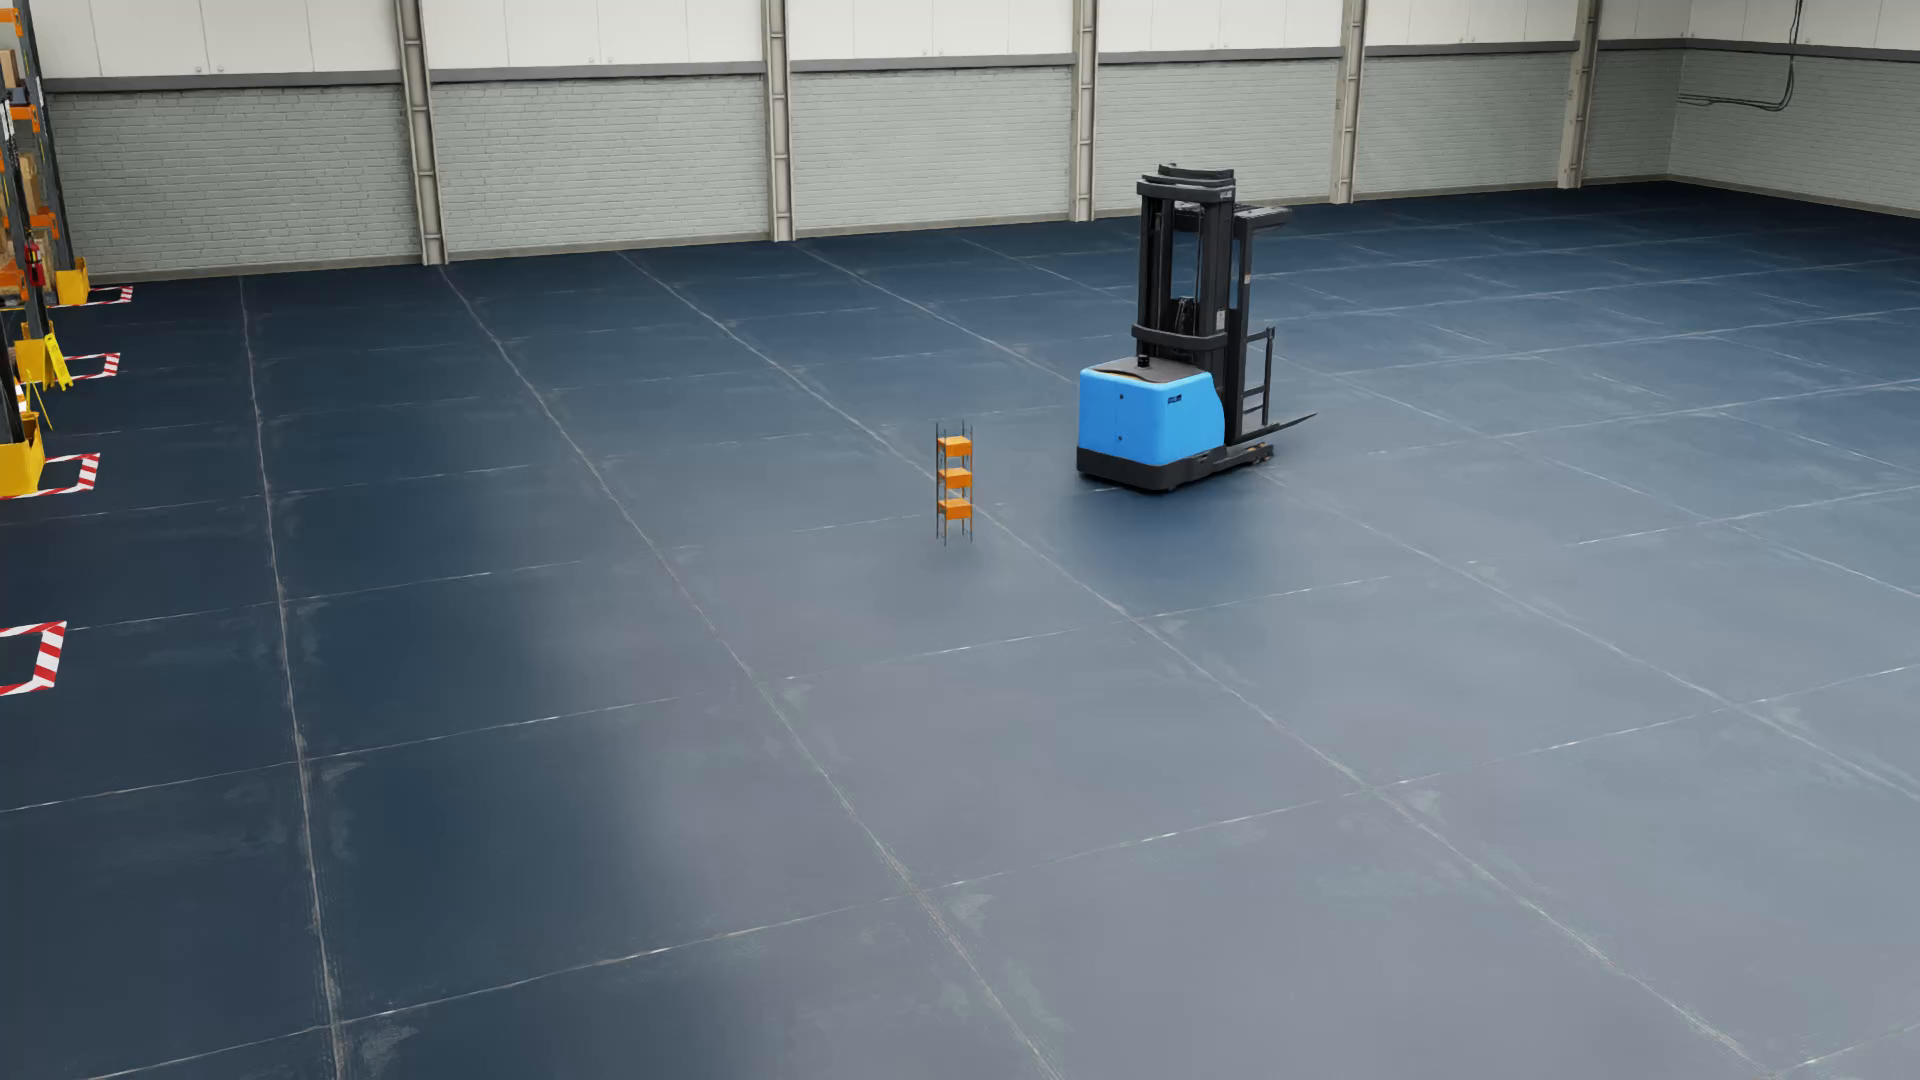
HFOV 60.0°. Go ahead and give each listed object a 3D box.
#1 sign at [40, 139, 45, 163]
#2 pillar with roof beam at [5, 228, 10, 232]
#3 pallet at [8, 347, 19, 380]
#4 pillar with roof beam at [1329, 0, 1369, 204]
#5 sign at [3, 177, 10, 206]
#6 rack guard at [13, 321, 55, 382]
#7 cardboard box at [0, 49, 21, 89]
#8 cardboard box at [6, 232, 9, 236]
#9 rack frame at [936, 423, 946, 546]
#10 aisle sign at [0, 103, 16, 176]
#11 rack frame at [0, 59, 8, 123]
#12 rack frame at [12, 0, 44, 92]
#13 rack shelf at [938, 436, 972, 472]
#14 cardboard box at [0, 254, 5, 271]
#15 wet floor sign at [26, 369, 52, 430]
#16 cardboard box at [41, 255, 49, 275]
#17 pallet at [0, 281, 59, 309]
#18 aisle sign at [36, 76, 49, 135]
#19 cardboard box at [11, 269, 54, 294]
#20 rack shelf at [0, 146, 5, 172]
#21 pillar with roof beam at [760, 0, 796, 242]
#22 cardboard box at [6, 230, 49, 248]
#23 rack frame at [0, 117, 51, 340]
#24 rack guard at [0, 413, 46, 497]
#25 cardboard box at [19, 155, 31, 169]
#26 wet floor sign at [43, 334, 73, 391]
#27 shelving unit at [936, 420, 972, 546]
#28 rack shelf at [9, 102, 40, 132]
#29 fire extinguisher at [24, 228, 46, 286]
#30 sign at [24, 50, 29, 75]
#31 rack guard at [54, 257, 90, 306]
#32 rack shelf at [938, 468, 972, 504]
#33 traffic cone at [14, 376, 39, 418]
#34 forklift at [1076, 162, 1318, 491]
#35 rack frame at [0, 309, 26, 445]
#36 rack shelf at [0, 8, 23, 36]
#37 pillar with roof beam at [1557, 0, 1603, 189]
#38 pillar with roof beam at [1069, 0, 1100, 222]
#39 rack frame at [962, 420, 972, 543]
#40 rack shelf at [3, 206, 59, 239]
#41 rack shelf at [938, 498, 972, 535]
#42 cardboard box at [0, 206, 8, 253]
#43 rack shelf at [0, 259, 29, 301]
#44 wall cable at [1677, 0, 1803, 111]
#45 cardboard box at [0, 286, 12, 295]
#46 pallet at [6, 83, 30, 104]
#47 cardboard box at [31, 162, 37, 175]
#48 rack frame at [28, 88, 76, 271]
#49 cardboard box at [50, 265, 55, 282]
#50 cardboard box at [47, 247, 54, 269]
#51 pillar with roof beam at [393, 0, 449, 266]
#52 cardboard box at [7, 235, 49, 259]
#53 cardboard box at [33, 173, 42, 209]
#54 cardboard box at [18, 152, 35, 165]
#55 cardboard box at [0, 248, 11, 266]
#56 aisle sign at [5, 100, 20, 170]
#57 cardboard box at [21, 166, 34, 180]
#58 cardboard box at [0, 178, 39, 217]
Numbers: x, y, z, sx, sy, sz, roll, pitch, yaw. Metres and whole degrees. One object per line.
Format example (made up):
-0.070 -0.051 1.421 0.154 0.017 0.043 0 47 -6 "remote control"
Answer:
-12.998 -5.511 23.557 0.005 0.325 0.100 -8 21 -22 "sign"
-12.491 -6.720 20.059 0.400 9.000 9.100 -8 21 -22 "pillar with roof beam"
-12.060 -2.086 20.128 1.213 0.211 1.003 -8 21 -22 "pallet"
9.546 -9.878 29.026 0.400 9.000 9.100 -8 21 -22 "pillar with roof beam"
-11.029 -4.030 19.233 0.005 0.325 0.100 -8 21 -22 "sign"
-11.300 -2.318 20.353 0.348 0.500 1.175 -8 21 -22 "rack guard"
-13.510 -6.595 23.286 0.500 0.500 0.500 -7 21 -20 "cardboard box"
-14.174 -4.321 24.279 0.500 0.250 0.500 -8 21 -22 "cardboard box"
-0.161 -0.472 14.282 0.008 1.050 0.200 -8 21 -22 "rack frame"
-11.059 -4.653 19.306 0.004 0.787 0.394 -8 21 -22 "aisle sign"
-11.231 -6.337 18.970 0.127 3.000 1.000 -8 21 -22 "rack frame"
-13.200 -7.850 23.267 0.127 3.000 1.000 -8 21 -22 "rack frame"
-0.049 -0.746 14.237 0.240 0.259 0.215 -8 21 -22 "rack shelf"
-11.489 -3.274 19.683 0.250 0.149 0.380 -7 21 -20 "cardboard box"
-9.935 -1.508 17.833 0.232 0.644 0.267 -12 23 -31 "wet floor sign"
-13.523 -3.998 24.115 0.500 0.250 0.500 -8 21 -23 "cardboard box"
-13.886 -3.592 24.405 1.213 0.211 1.003 -8 21 -22 "pallet"
-13.023 -6.166 23.602 0.004 0.787 0.394 -8 21 -22 "aisle sign"
-13.506 -3.763 24.201 0.500 0.250 0.500 -8 21 -22 "cardboard box"
-13.067 -4.320 18.840 4.000 0.370 1.077 -8 21 -22 "rack shelf"
-1.473 -8.299 24.543 0.400 9.000 9.100 -8 21 -22 "pillar with roof beam"
-13.716 -4.388 24.469 0.500 0.250 0.500 -8 21 -23 "cardboard box"
-11.231 -3.507 19.966 0.127 3.000 1.000 -8 21 -22 "rack frame"
-9.155 -0.835 16.141 0.348 0.500 1.175 -8 21 -22 "rack guard"
-13.446 -5.402 23.774 0.250 0.149 0.380 -8 21 -22 "cardboard box"
-10.632 -2.095 19.501 0.232 0.644 0.267 -1 19 -3 "wet floor sign"
-0.049 -0.488 14.328 0.252 1.050 0.215 -8 21 -22 "shelving unit"
-15.037 -5.833 23.138 4.000 0.370 1.077 -8 21 -22 "rack shelf"
-10.943 -3.345 19.623 0.183 0.674 0.296 -8 21 -22 "fire extinguisher"
-12.998 -6.648 23.157 0.005 0.325 0.100 -8 21 -22 "sign"
-13.178 -3.844 24.688 0.348 0.500 1.175 -8 21 -22 "rack guard"
-0.049 -0.478 14.331 0.240 0.259 0.215 -8 21 -22 "rack shelf"
-10.363 -1.567 18.275 0.334 0.463 0.336 -8 21 -22 "traffic cone"
2.523 -2.249 16.497 1.130 2.935 3.031 18 26 41 "forklift"
-9.177 -2.011 15.717 0.127 3.000 1.000 -8 21 -22 "rack frame"
-15.037 -7.059 22.706 4.000 0.370 1.077 -8 21 -22 "rack shelf"
15.055 -10.667 31.268 0.400 9.000 9.100 -8 21 -22 "pillar with roof beam"
4.037 -9.088 26.784 0.400 9.000 9.100 -8 21 -22 "pillar with roof beam"
0.063 -0.504 14.373 0.008 1.050 0.200 -8 21 -22 "rack frame"
-15.037 -4.418 23.636 4.000 0.370 1.077 -8 21 -22 "rack shelf"
-0.049 -0.216 14.423 0.240 0.259 0.215 -8 21 -22 "rack shelf"
-11.775 -3.717 19.963 0.500 0.500 0.500 -8 21 -23 "cardboard box"
-13.067 -2.905 19.338 4.000 0.370 1.077 -8 21 -22 "rack shelf"
16.579 -10.499 35.467 0.112 2.526 3.097 -8 21 -22 "wall cable"
-13.967 -3.701 24.024 0.500 0.250 0.500 -8 21 -22 "cardboard box"
-13.860 -6.308 23.539 1.213 0.211 1.003 -8 21 -22 "pallet"
-13.614 -5.408 24.237 0.250 0.149 0.380 -9 21 -23 "cardboard box"
-13.200 -5.020 24.264 0.127 3.000 1.000 -8 21 -22 "rack frame"
-13.729 -3.916 24.637 0.500 0.250 0.500 -8 21 -22 "cardboard box"
-13.714 -4.159 24.572 0.500 0.250 0.500 -8 21 -21 "cardboard box"
-6.982 -7.510 22.301 0.400 9.000 9.100 -8 21 -22 "pillar with roof beam"
-13.499 -4.237 24.042 0.500 0.250 0.500 -7 21 -20 "cardboard box"
-13.765 -5.087 24.303 0.500 0.500 0.500 -7 21 -20 "cardboard box"
-13.593 -5.535 24.150 0.250 0.149 0.380 -9 21 -23 "cardboard box"
-11.624 -3.407 20.060 0.250 0.149 0.380 -8 21 -22 "cardboard box"
-11.296 -4.836 19.826 0.004 0.787 0.394 -8 21 -22 "aisle sign"
-13.407 -5.242 23.767 0.250 0.149 0.380 -8 21 -21 "cardboard box"
-13.548 -4.923 23.836 0.500 0.500 0.500 -9 21 -23 "cardboard box"
